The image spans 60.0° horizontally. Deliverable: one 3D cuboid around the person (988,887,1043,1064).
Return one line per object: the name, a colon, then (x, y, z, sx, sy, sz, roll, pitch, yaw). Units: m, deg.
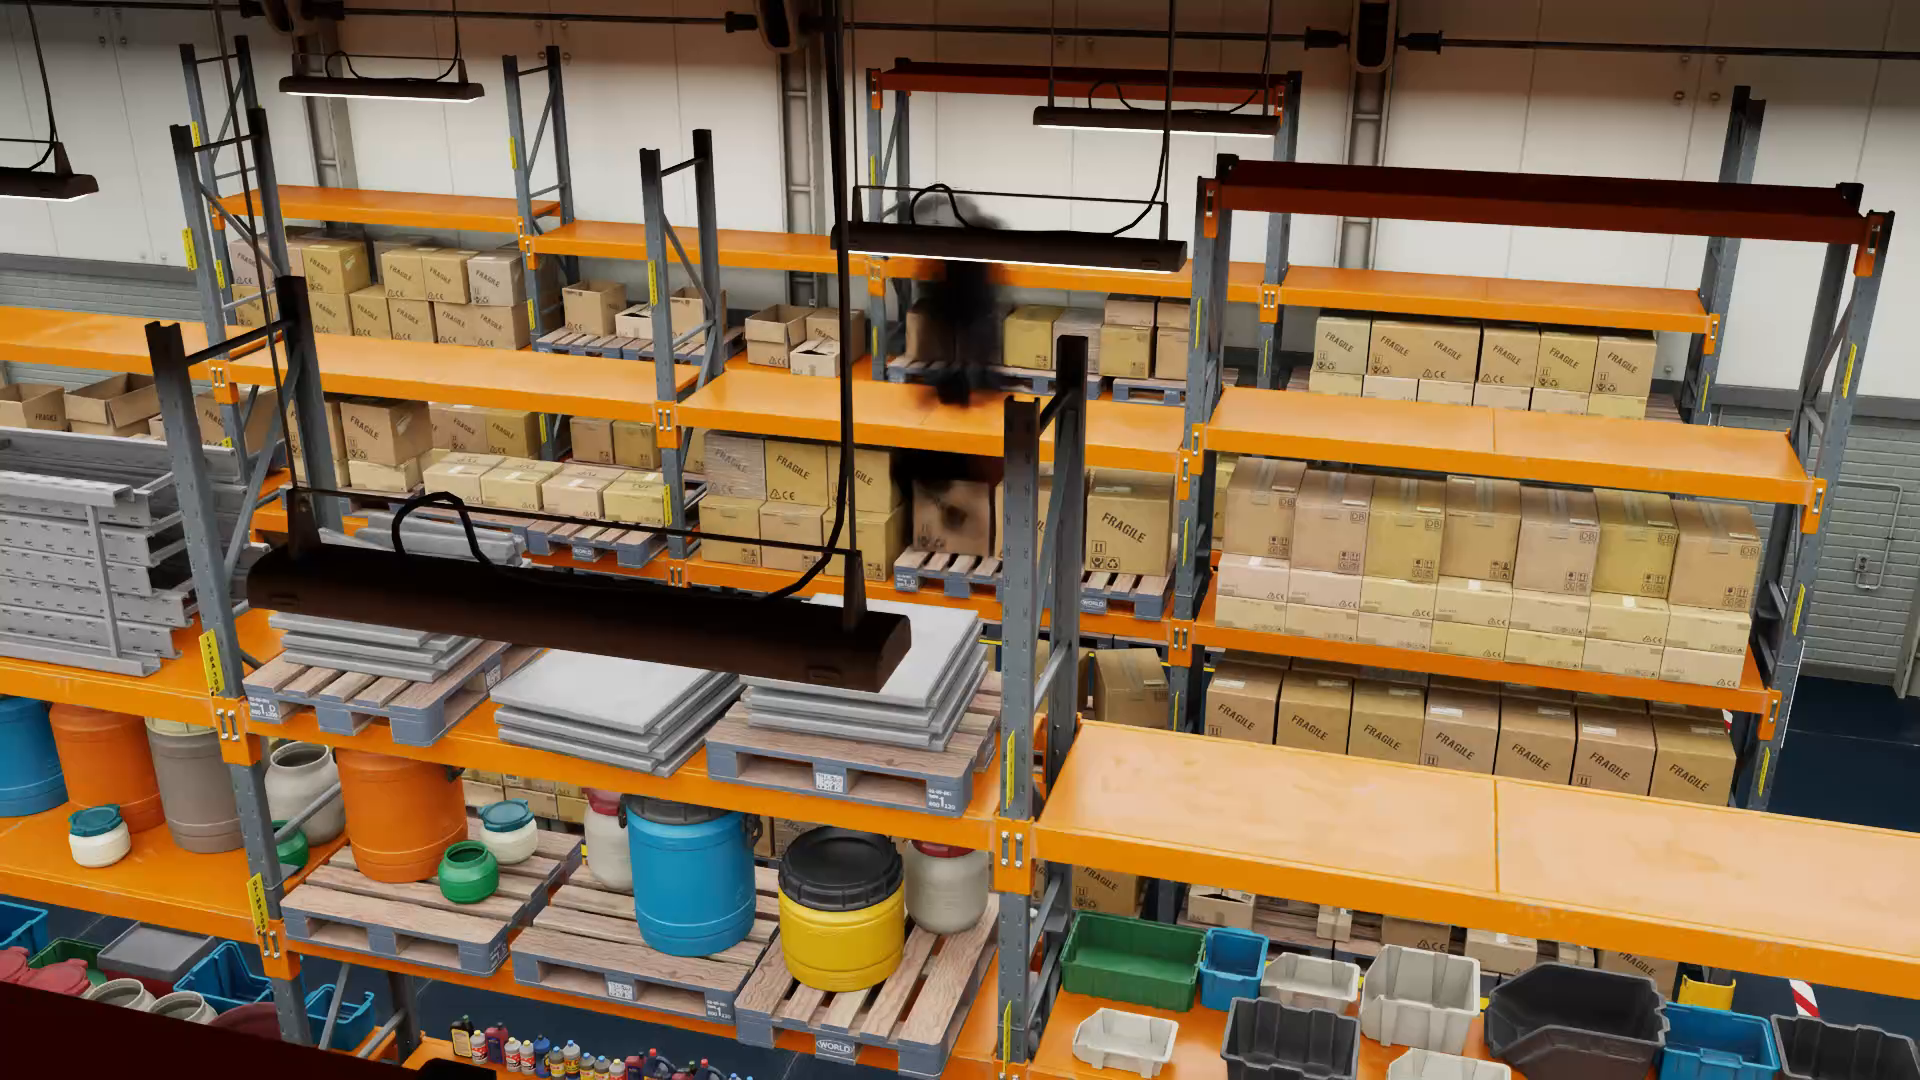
person: (0.332, 3.048, 11.474, 0.665, 1.528, 0.525, 4, 23, 9)
